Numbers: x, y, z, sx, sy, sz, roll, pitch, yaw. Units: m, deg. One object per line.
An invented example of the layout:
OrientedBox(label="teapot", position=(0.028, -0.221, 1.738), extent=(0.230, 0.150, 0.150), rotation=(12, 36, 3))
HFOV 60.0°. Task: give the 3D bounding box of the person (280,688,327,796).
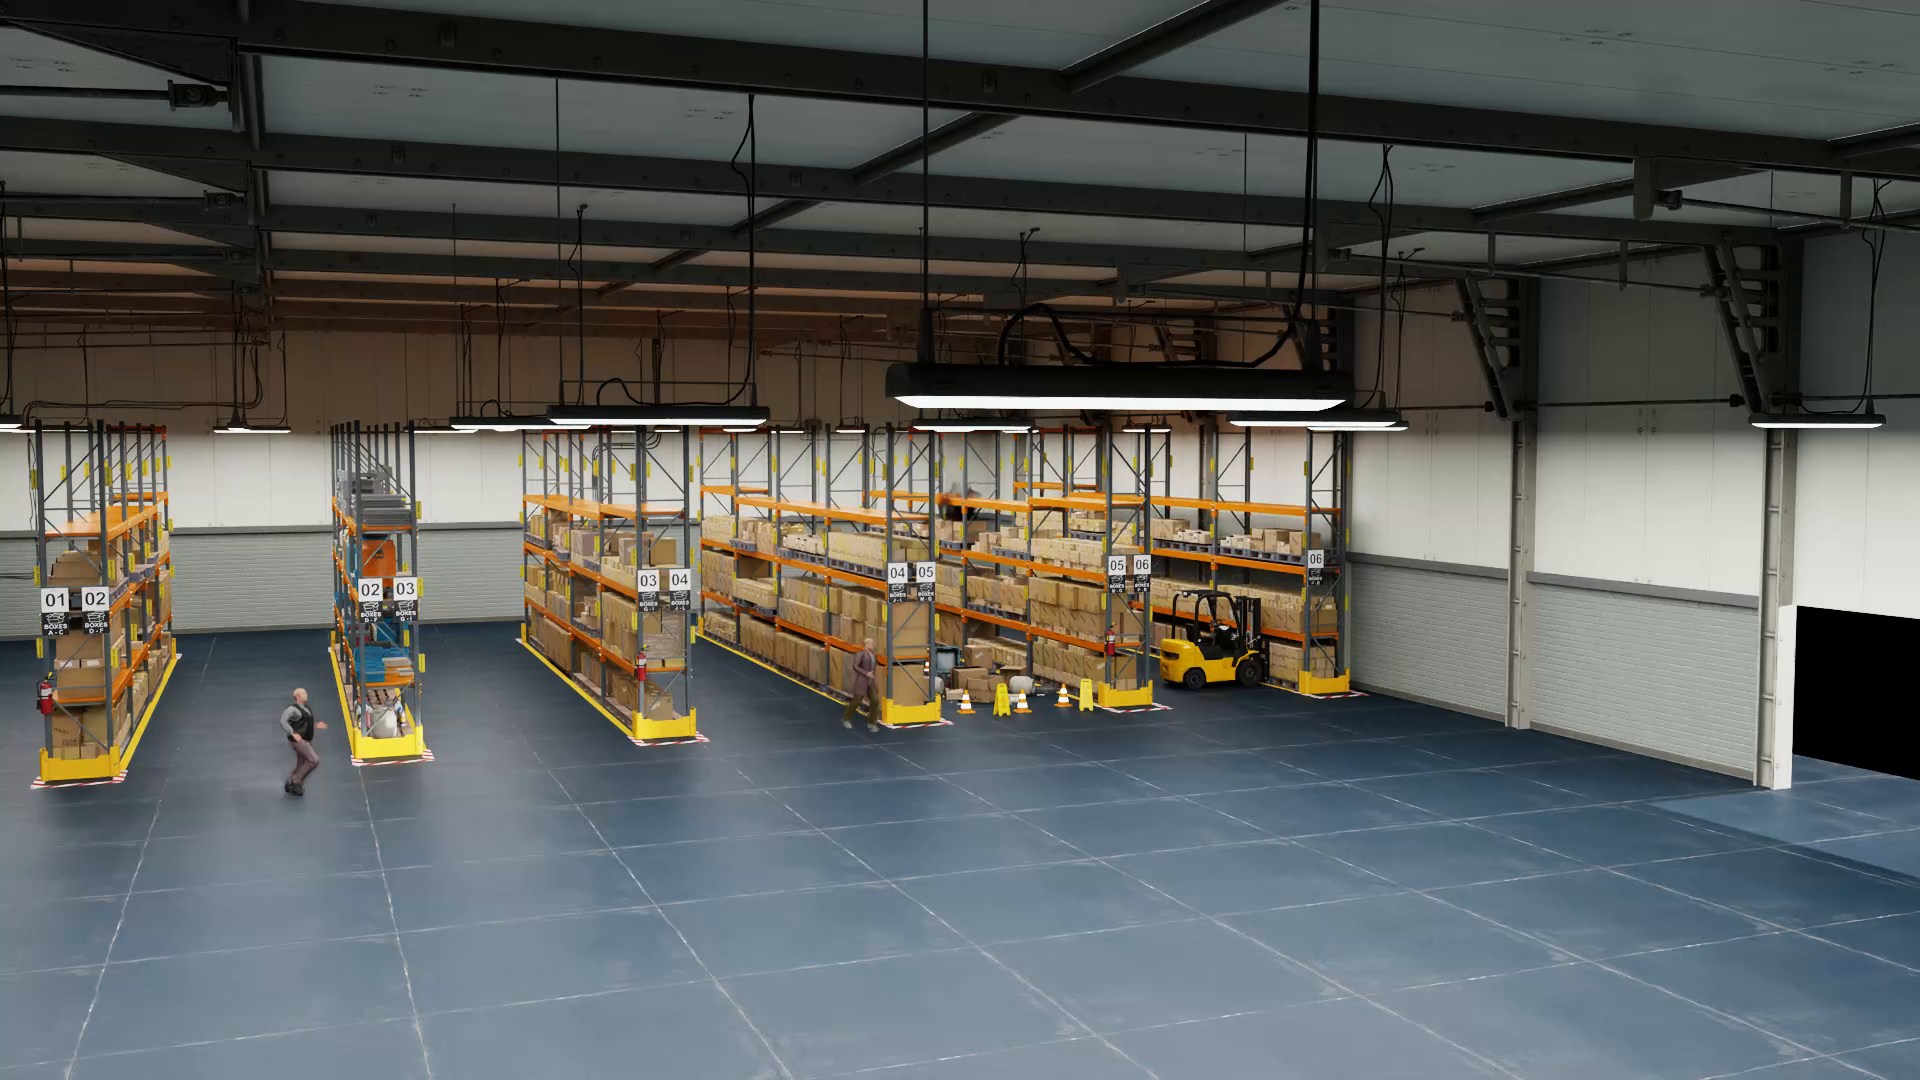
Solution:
OrientedBox(label="person", position=(-10.460, 3.213, 26.498), extent=(0.675, 1.702, 0.634), rotation=(0, 4, -2))

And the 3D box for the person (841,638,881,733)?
OrientedBox(label="person", position=(-1.833, 2.821, 32.413), extent=(0.897, 1.828, 0.766), rotation=(3, 5, 38))

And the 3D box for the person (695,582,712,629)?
OrientedBox(label="person", position=(-7.480, 1.780, 49.125), extent=(0.918, 1.772, 0.714), rotation=(-1, 4, -9))
